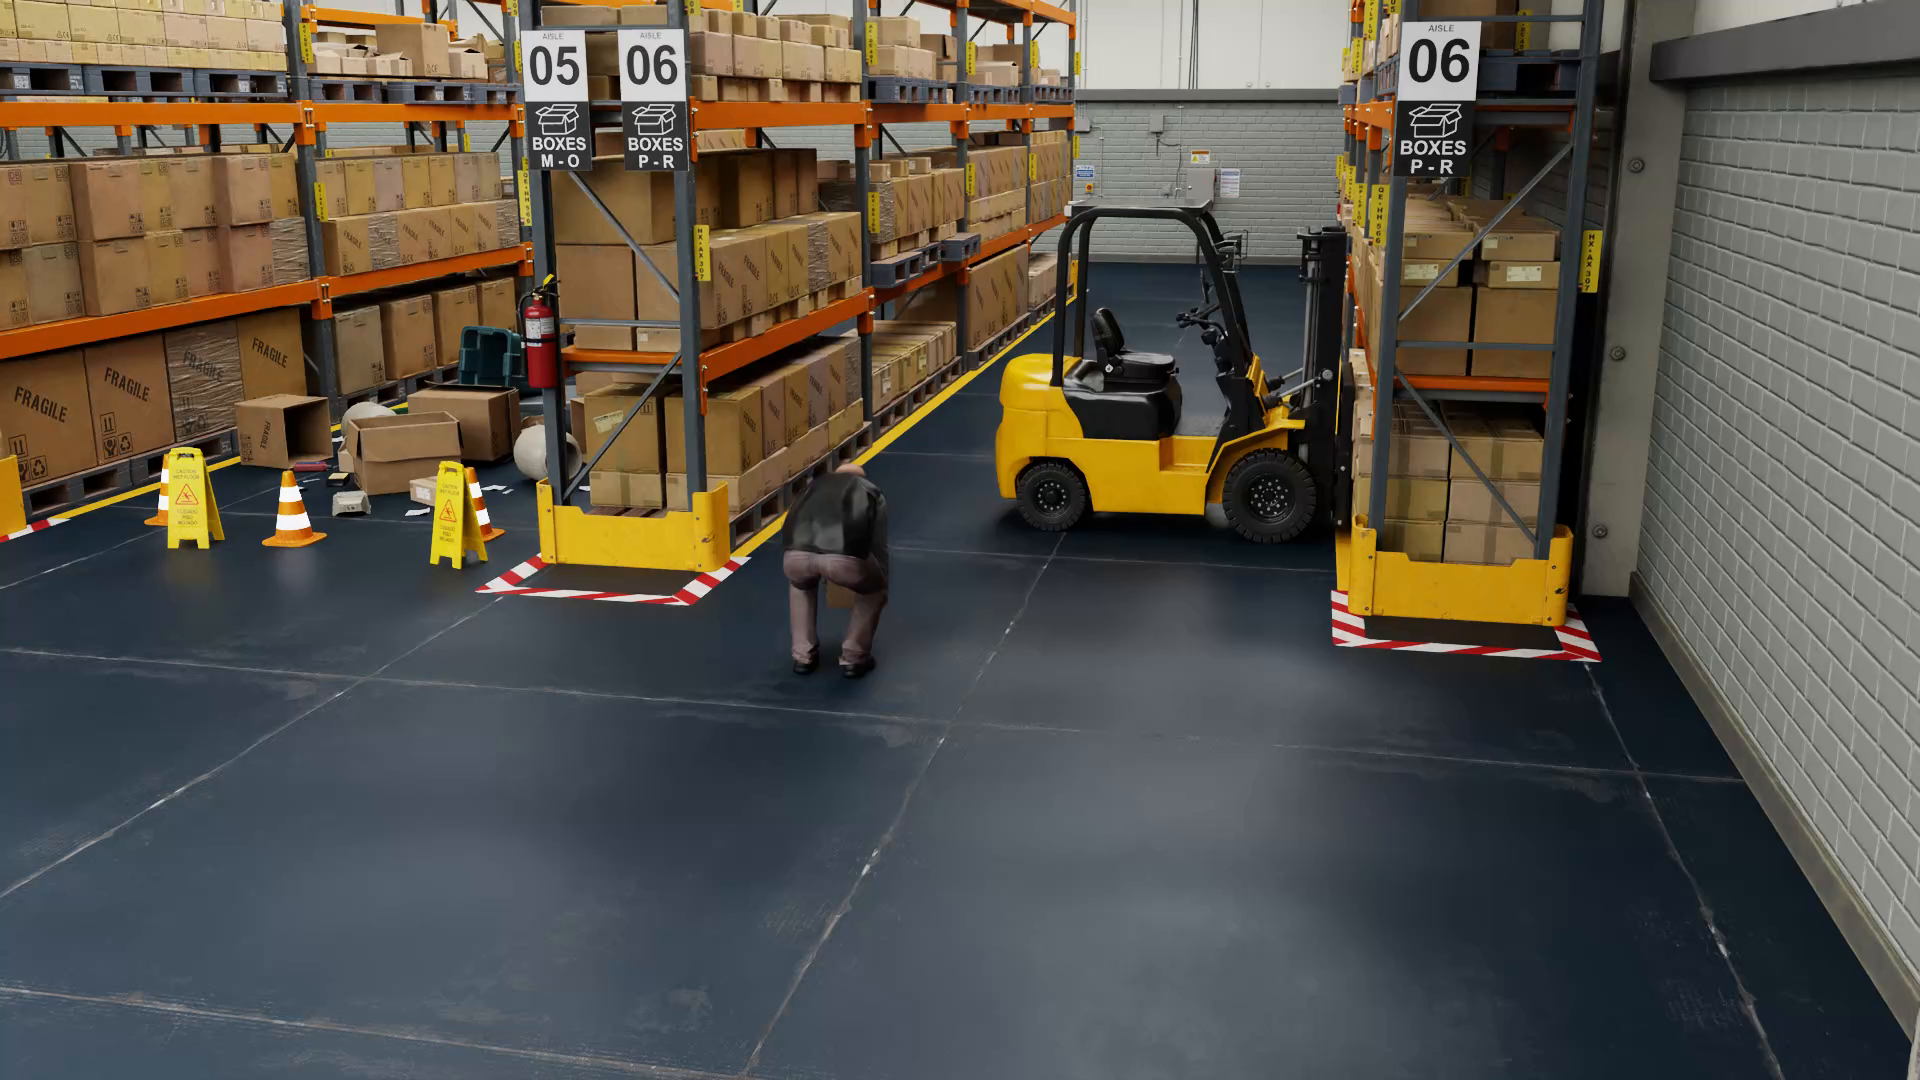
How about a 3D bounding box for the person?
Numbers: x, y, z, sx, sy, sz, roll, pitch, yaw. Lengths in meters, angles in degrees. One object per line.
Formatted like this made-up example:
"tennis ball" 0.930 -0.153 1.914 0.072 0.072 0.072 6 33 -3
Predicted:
"person" -0.625 0.147 8.497 0.520 0.968 0.939 2 15 9
